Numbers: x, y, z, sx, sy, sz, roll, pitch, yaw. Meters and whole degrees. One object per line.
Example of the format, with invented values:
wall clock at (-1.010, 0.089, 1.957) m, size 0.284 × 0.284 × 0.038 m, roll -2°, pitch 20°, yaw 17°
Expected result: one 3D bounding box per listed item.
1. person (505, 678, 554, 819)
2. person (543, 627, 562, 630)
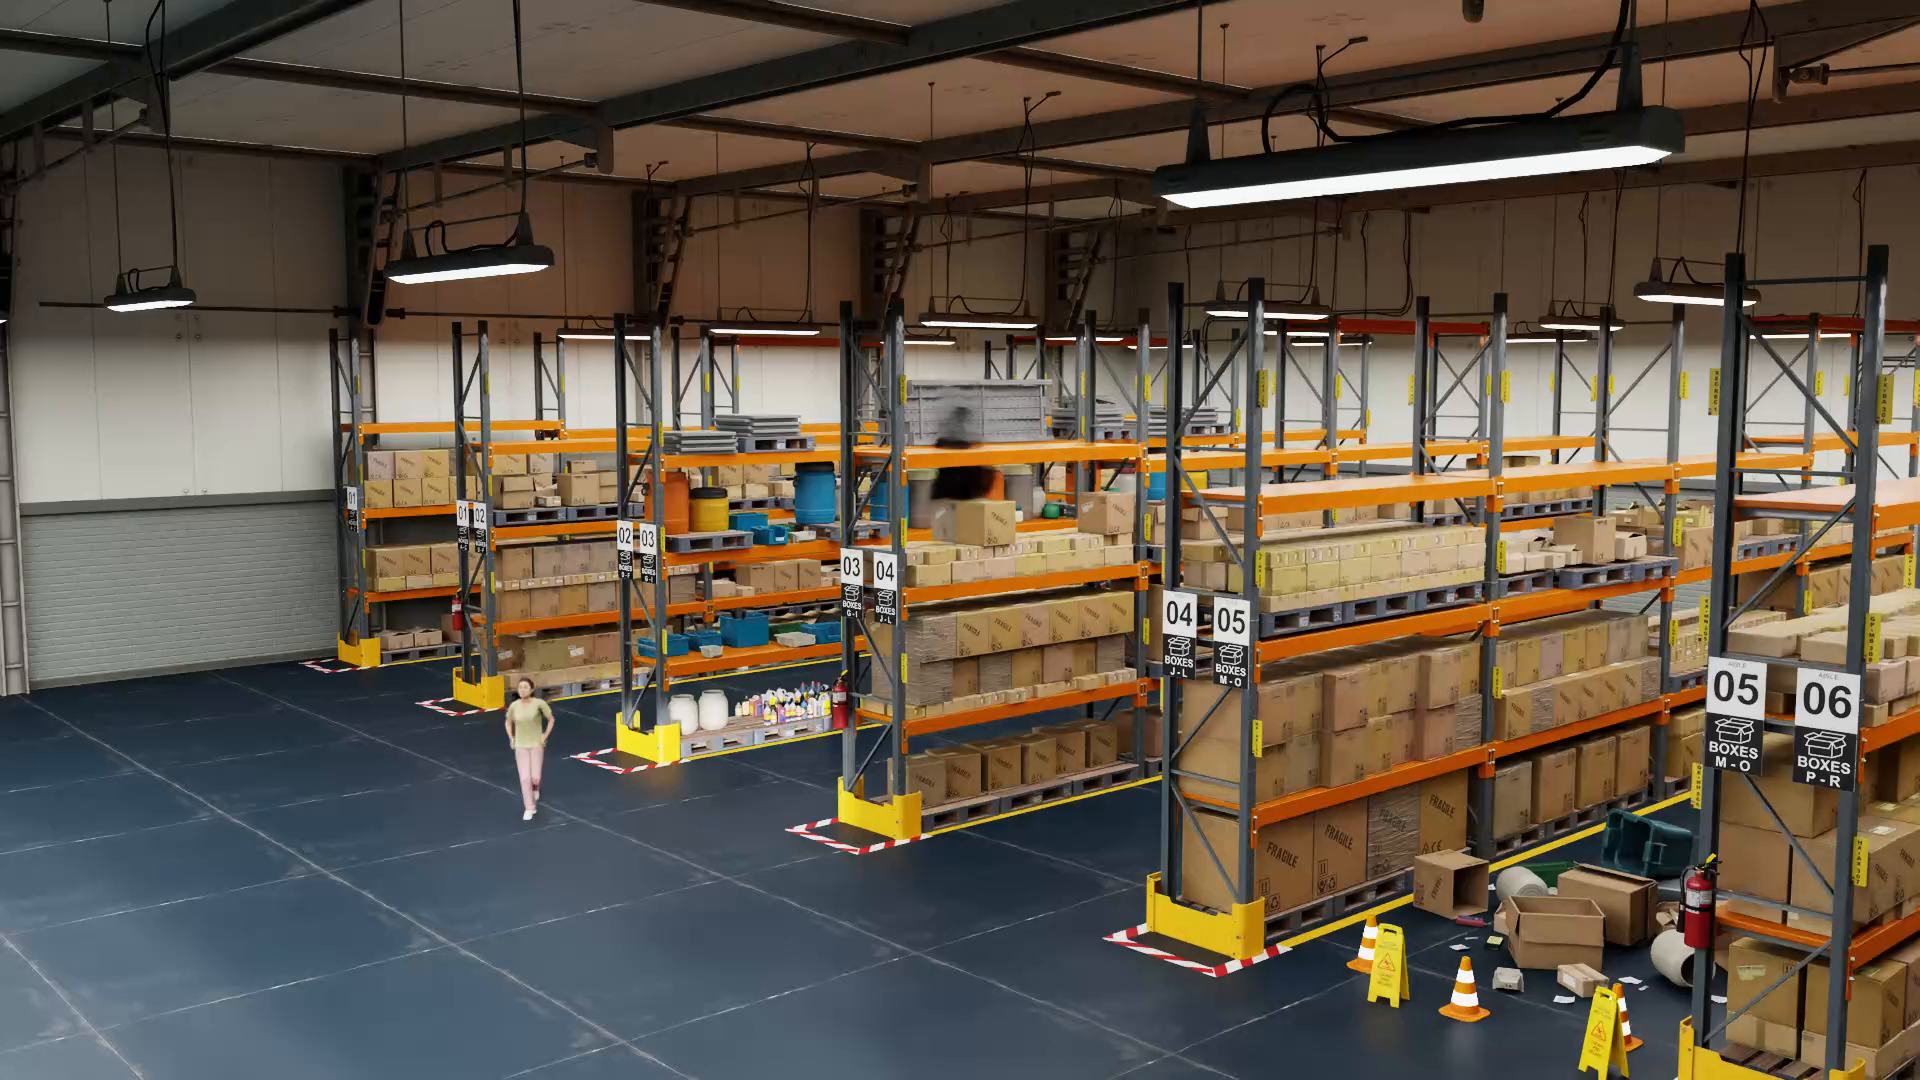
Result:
person at (-5.071, 2.427, 19.594) m, size 0.577 × 1.642 × 0.580 m, roll 0°, pitch 6°, yaw -5°
person at (-7.021, 1.468, 28.745) m, size 0.711 × 1.743 × 0.756 m, roll 4°, pitch 7°, yaw 37°
